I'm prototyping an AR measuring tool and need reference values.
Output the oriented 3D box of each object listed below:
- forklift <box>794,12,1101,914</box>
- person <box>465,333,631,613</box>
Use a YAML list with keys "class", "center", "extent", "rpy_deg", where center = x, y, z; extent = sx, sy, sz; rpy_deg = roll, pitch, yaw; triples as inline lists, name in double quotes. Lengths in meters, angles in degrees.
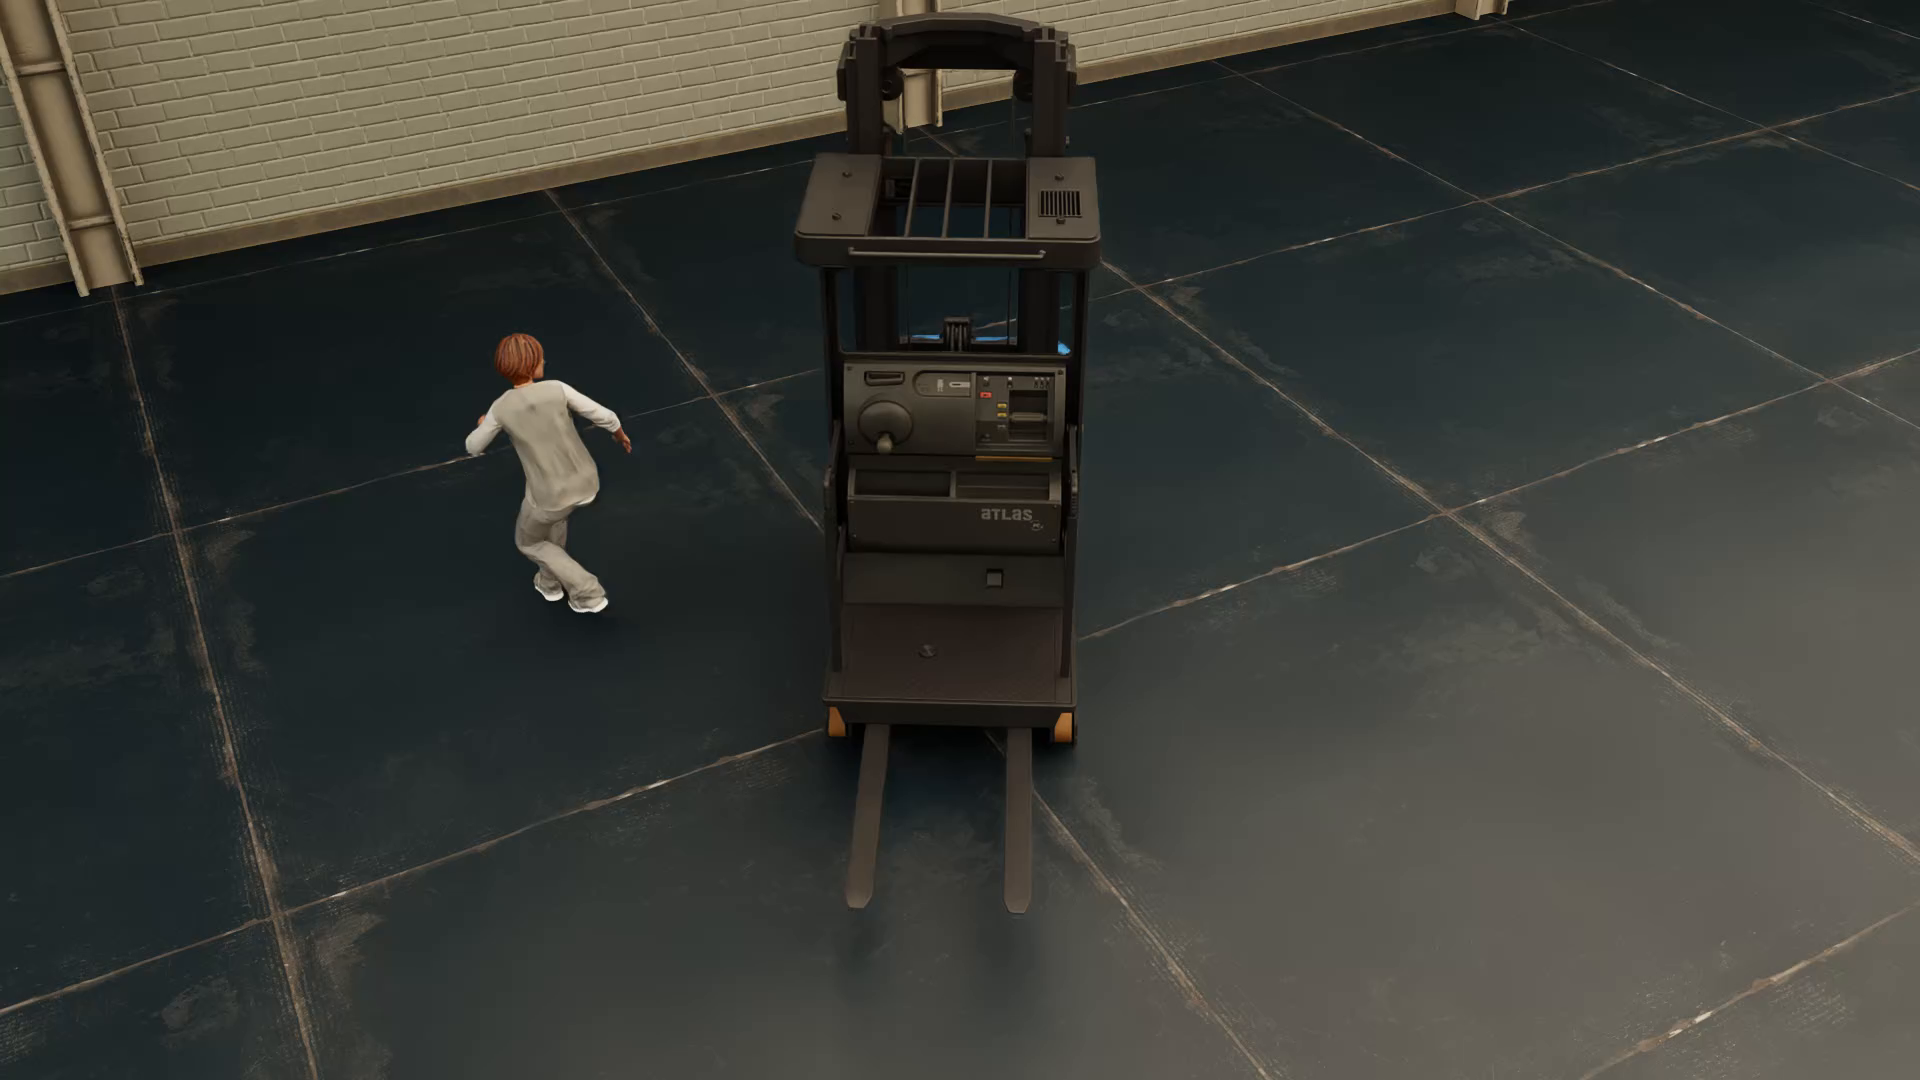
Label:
- class: "forklift"
  center: [-0.030, -0.485, 6.810]
  extent: [1.130, 2.935, 3.031]
  rpy_deg: [1, 35, 2]
- class: "person"
  center: [-1.917, -0.337, 7.879]
  extent: [0.745, 1.474, 0.770]
  rpy_deg: [-24, 42, -30]
